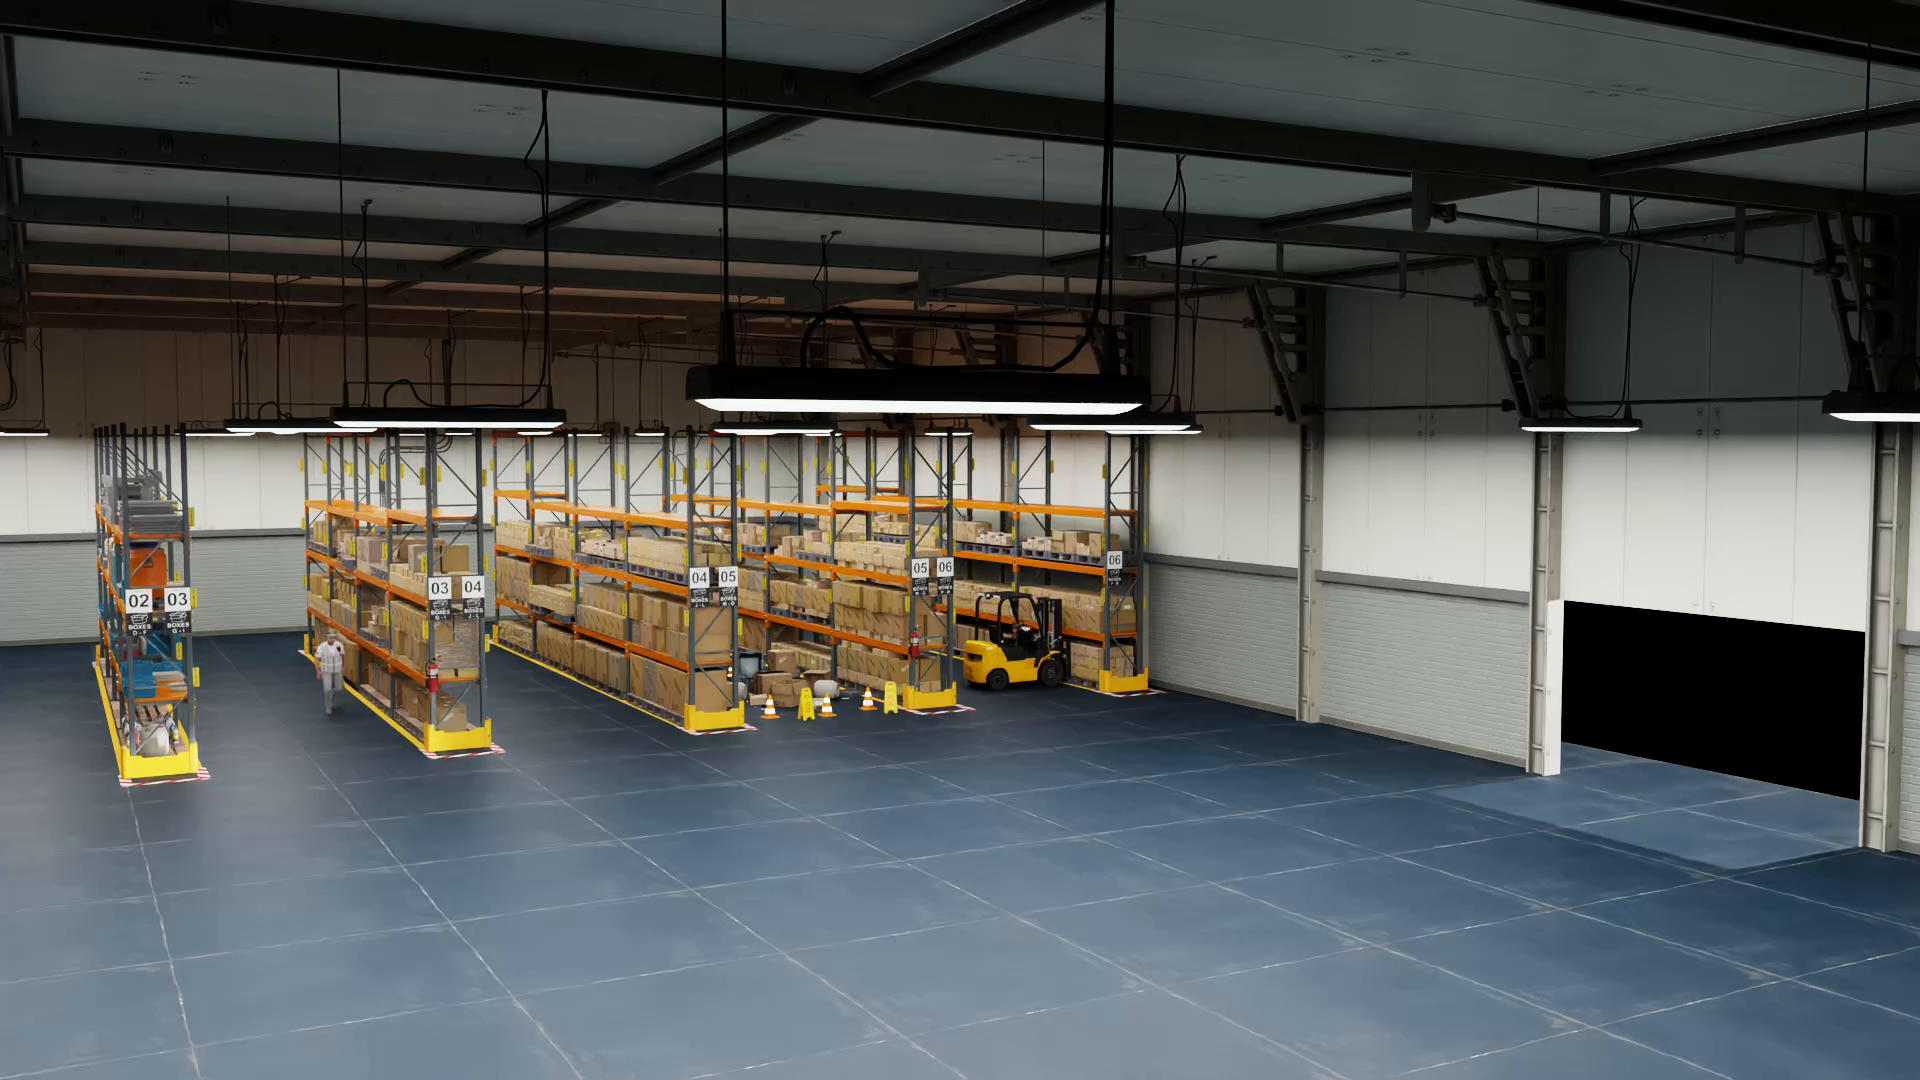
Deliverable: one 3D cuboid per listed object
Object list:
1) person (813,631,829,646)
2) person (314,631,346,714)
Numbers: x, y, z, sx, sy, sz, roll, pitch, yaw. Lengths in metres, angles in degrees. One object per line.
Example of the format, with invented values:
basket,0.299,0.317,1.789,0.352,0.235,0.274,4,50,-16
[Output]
person,-3.729,2.154,44.312,0.592,1.789,0.520,0,3,-5
person,-13.234,2.750,34.932,0.624,1.741,0.636,-3,4,-36
